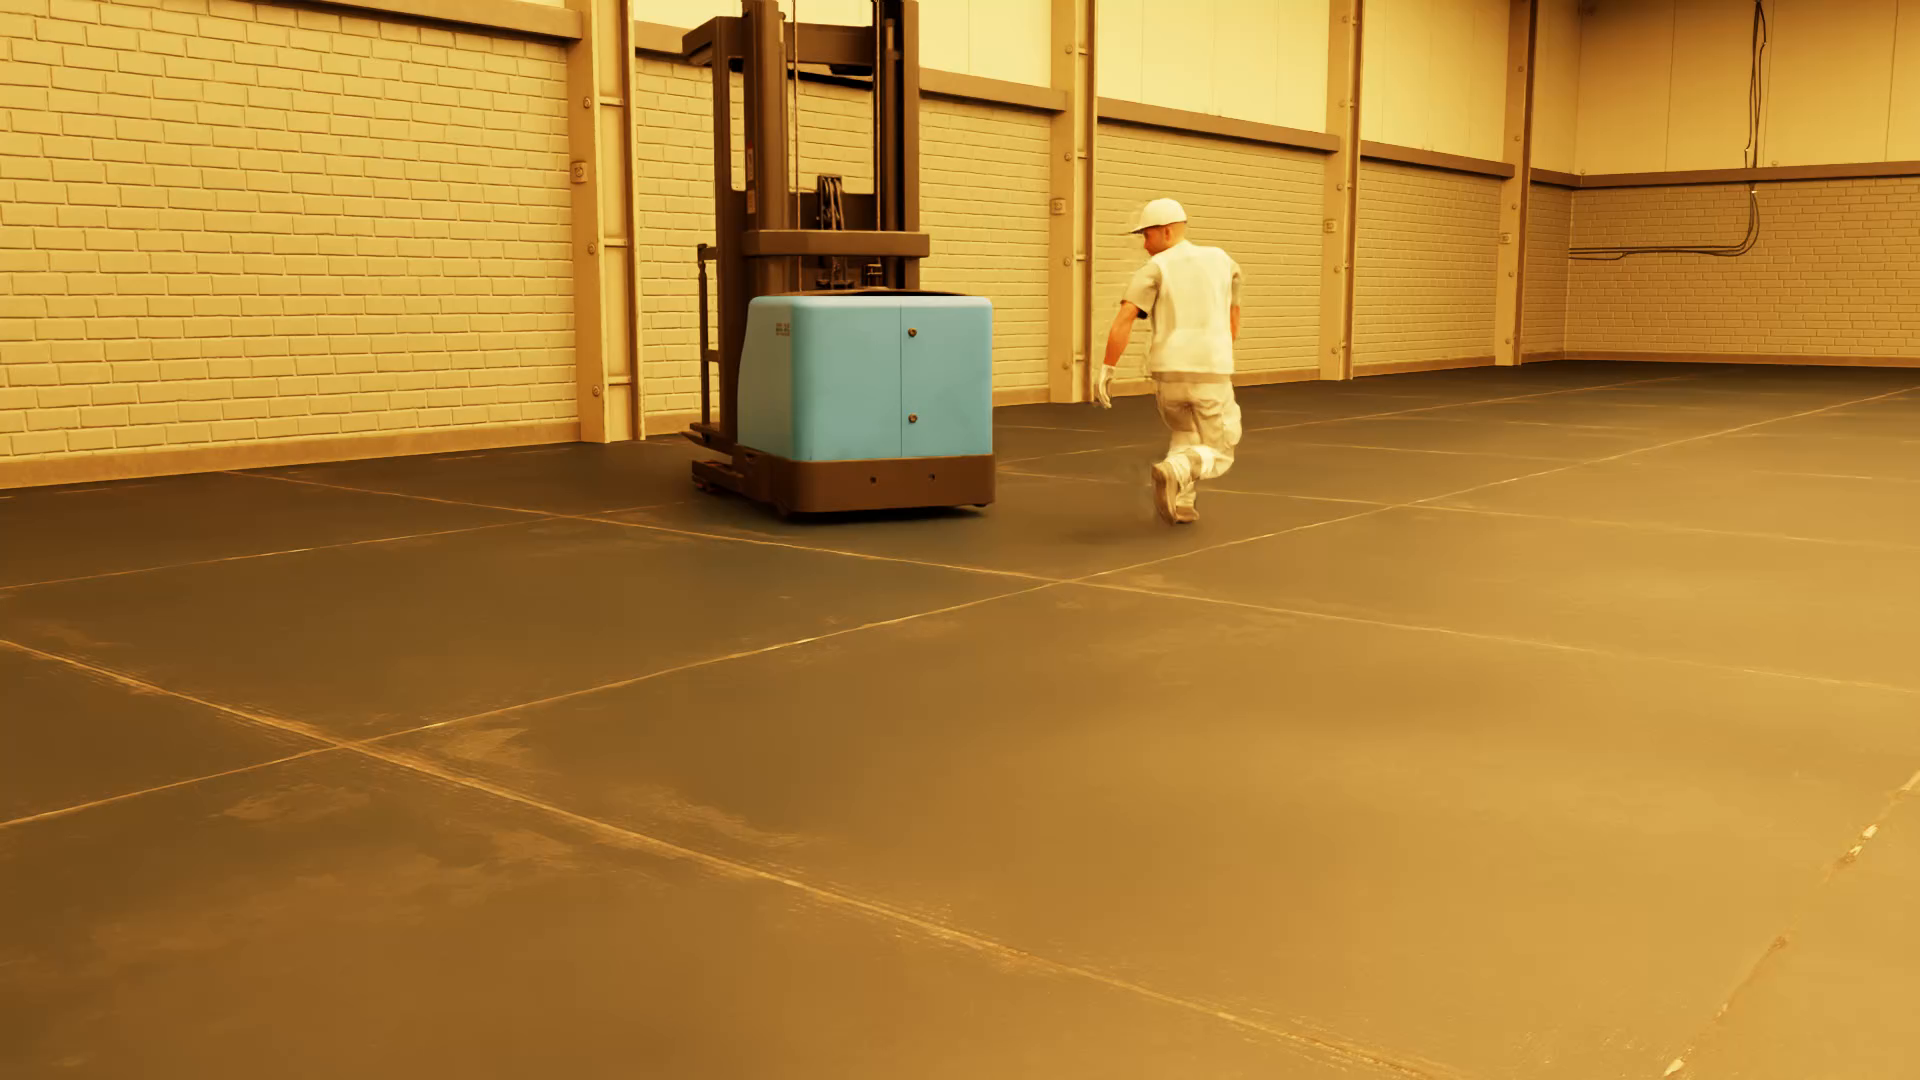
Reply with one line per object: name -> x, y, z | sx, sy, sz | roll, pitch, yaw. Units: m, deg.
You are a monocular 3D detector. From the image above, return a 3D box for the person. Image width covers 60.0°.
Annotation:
person -> 0.998, -0.831, 7.861 | 0.662, 1.553, 0.841 | 2, 9, 13

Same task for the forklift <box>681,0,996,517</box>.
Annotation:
forklift -> -0.866, -1.733, 9.127 | 1.130, 2.935, 3.031 | -4, 9, -23
